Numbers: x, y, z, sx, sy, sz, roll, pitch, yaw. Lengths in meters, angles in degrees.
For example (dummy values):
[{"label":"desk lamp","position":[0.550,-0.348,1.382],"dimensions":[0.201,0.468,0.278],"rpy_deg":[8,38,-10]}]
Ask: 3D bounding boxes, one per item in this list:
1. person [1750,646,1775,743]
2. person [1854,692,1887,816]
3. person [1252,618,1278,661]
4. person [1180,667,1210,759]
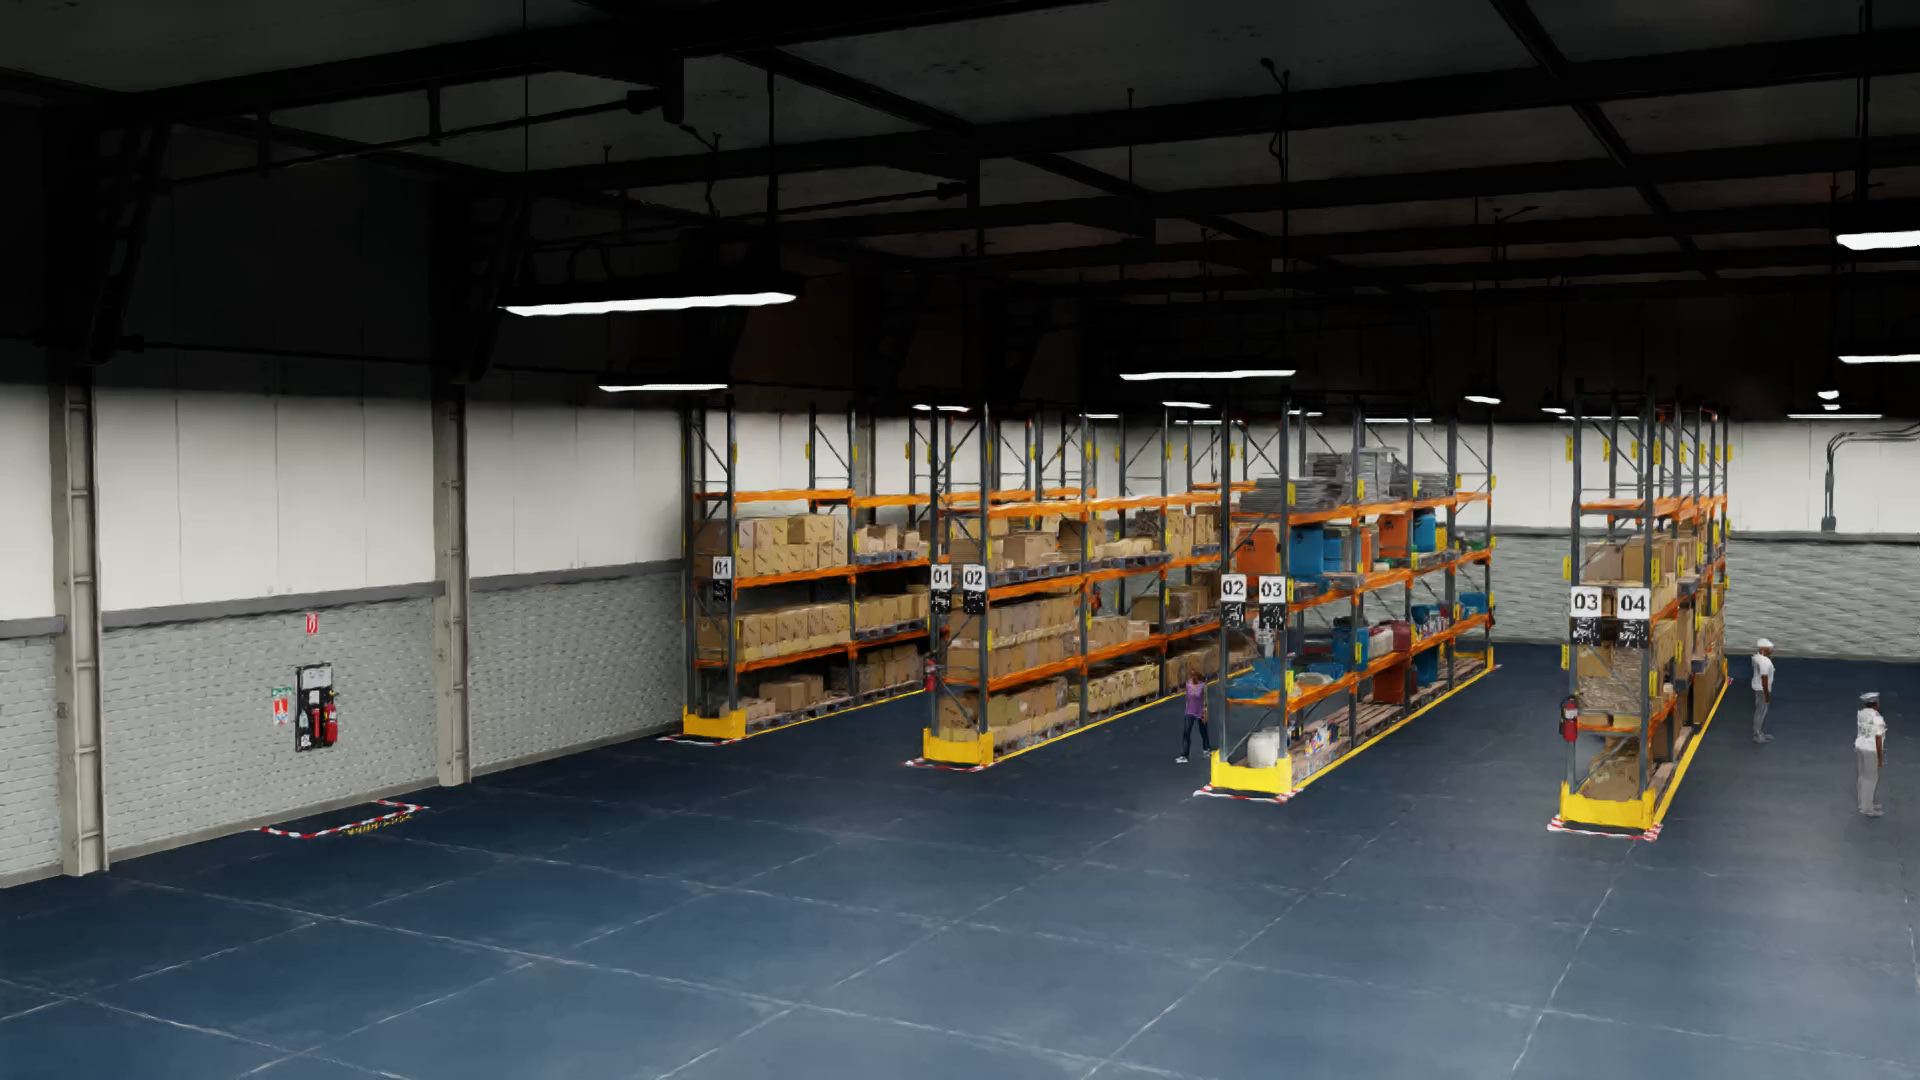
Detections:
[{"label":"person","position":[13.871,2.604,28.704],"dimensions":[0.396,1.734,0.688],"rpy_deg":[1,3,15]},{"label":"person","position":[12.629,2.942,23.011],"dimensions":[0.422,1.677,0.465],"rpy_deg":[0,3,-3]},{"label":"person","position":[6.707,2.209,36.558],"dimensions":[0.542,1.586,0.924],"rpy_deg":[2,3,30]},{"label":"person","position":[3.867,2.780,27.000],"dimensions":[0.416,1.465,0.889],"rpy_deg":[1,3,26]}]
